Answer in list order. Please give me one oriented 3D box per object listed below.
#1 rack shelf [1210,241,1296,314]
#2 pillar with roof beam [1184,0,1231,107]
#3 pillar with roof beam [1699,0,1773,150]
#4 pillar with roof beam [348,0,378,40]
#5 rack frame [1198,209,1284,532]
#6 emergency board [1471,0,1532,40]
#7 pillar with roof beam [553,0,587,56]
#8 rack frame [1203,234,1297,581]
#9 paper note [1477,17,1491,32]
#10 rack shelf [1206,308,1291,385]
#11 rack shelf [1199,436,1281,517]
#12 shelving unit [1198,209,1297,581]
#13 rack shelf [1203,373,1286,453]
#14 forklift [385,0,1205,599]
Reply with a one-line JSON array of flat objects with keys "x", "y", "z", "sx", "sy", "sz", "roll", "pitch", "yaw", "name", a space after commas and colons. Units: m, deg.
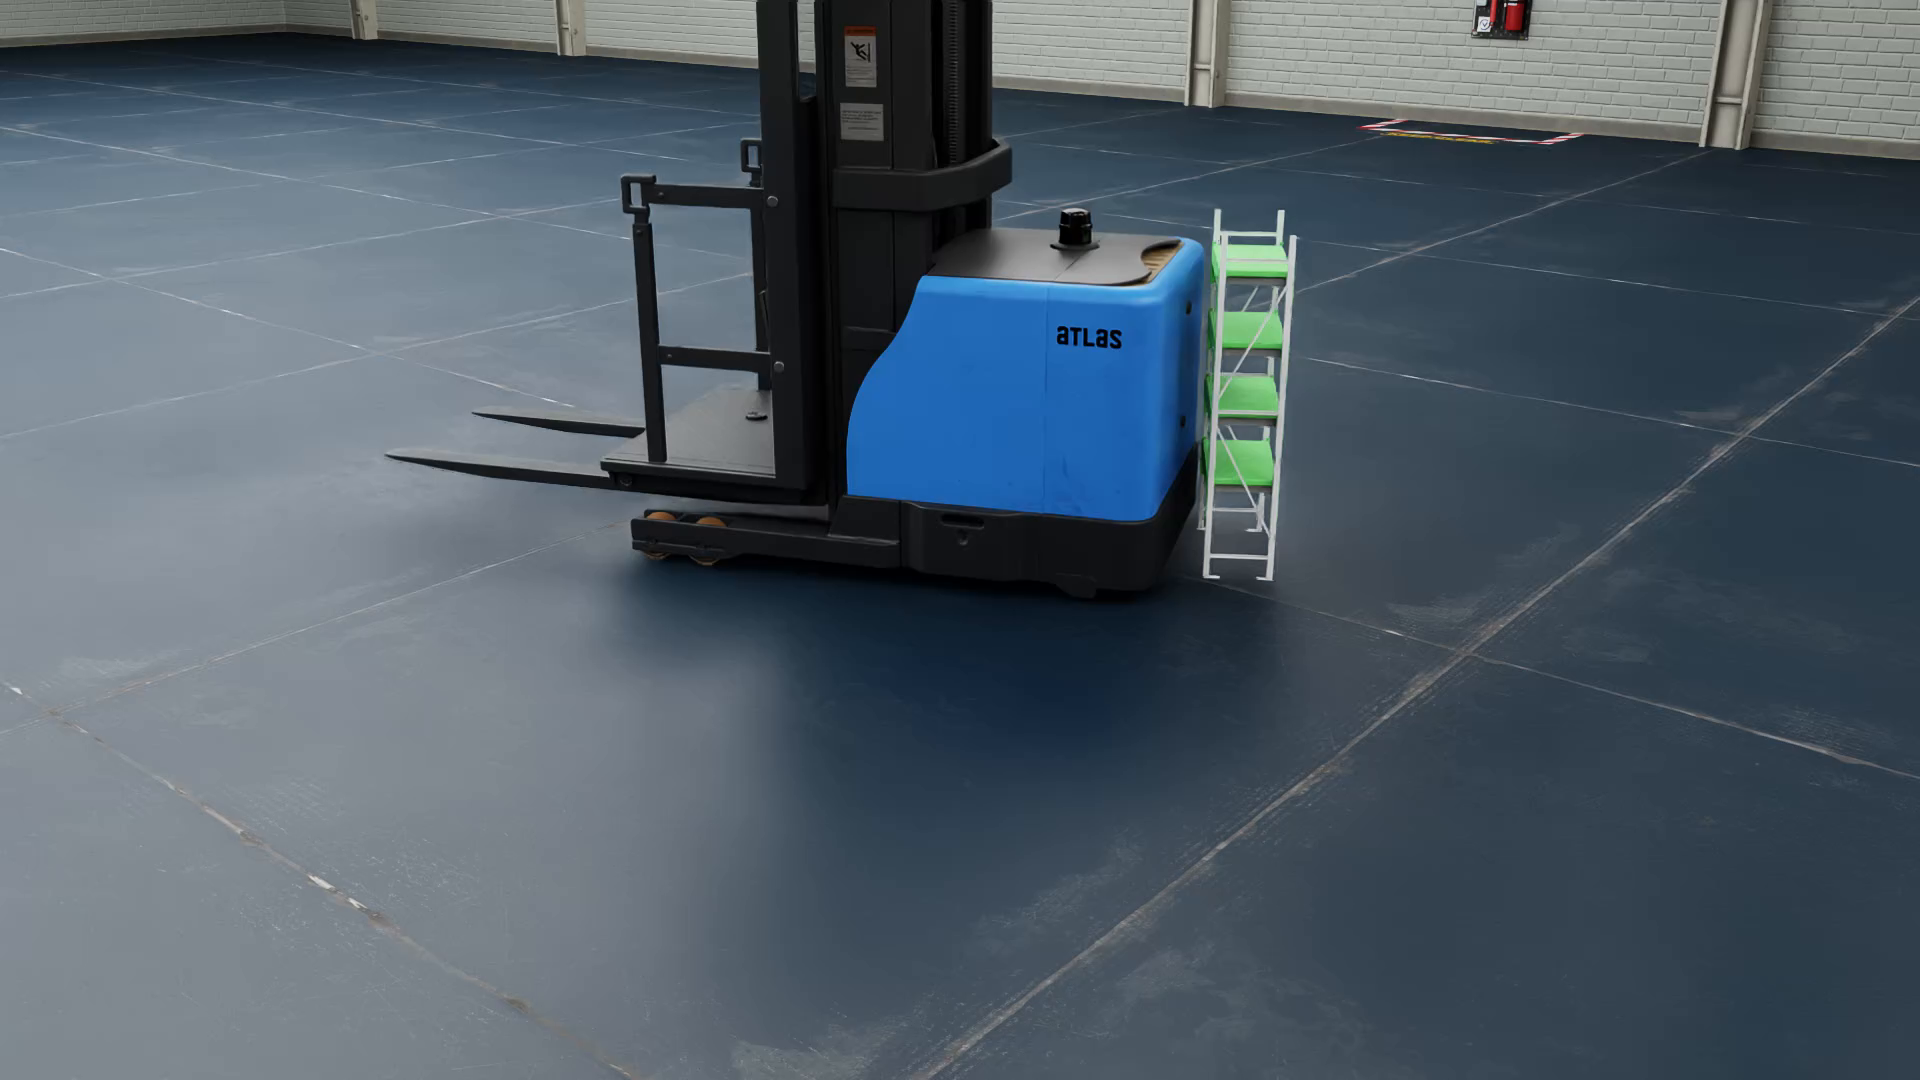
[{"x": 0.993, "y": -0.901, "z": 5.677, "sx": 0.258, "sy": 0.148, "sz": 0.480, "roll": 2, "pitch": 21, "yaw": 5, "name": "rack shelf"}, {"x": 0.238, "y": -8.291, "z": 15.400, "sx": 0.400, "sy": 9.000, "sz": 9.100, "roll": 16, "pitch": 26, "yaw": 36, "name": "pillar with roof beam"}, {"x": 4.886, "y": -6.952, "z": 11.850, "sx": 0.400, "sy": 9.000, "sz": 9.100, "roll": 16, "pitch": 26, "yaw": 36, "name": "pillar with roof beam"}, {"x": -13.707, "y": -12.307, "z": 26.049, "sx": 0.400, "sy": 9.000, "sz": 9.100, "roll": 16, "pitch": 26, "yaw": 36, "name": "pillar with roof beam"}, {"x": 1.017, "y": -0.597, "z": 6.051, "sx": 0.240, "sy": 1.200, "sz": 0.015, "roll": 2, "pitch": 21, "yaw": 5, "name": "rack frame"}, {"x": 5.718, "y": -5.884, "z": 17.519, "sx": 0.643, "sy": 1.169, "sz": 0.194, "roll": 16, "pitch": 26, "yaw": 36, "name": "emergency board"}, {"x": -9.059, "y": -10.968, "z": 22.500, "sx": 0.400, "sy": 9.000, "sz": 9.100, "roll": 16, "pitch": 26, "yaw": 36, "name": "pillar with roof beam"}, {"x": 0.969, "y": -0.426, "z": 5.596, "sx": 0.240, "sy": 1.200, "sz": 0.015, "roll": 2, "pitch": 21, "yaw": 5, "name": "rack frame"}, {"x": 5.624, "y": -5.530, "z": 17.829, "sx": 0.142, "sy": 0.148, "sz": 0.016, "roll": 16, "pitch": 26, "yaw": 36, "name": "paper note"}, {"x": 0.993, "y": -0.676, "z": 5.761, "sx": 0.258, "sy": 0.148, "sz": 0.480, "roll": 2, "pitch": 21, "yaw": 5, "name": "rack shelf"}, {"x": 0.993, "y": -0.227, "z": 5.931, "sx": 0.258, "sy": 0.148, "sz": 0.480, "roll": 2, "pitch": 21, "yaw": 5, "name": "rack shelf"}, {"x": 0.993, "y": -0.511, "z": 5.823, "sx": 0.258, "sy": 1.200, "sz": 0.503, "roll": 2, "pitch": 21, "yaw": 5, "name": "shelving unit"}, {"x": 0.993, "y": -0.451, "z": 5.846, "sx": 0.258, "sy": 0.148, "sz": 0.480, "roll": 2, "pitch": 21, "yaw": 5, "name": "rack shelf"}, {"x": -0.675, "y": -1.454, "z": 5.871, "sx": 3.031, "sy": 2.935, "sz": 1.130, "roll": 6, "pitch": 21, "yaw": 15, "name": "forklift"}]
